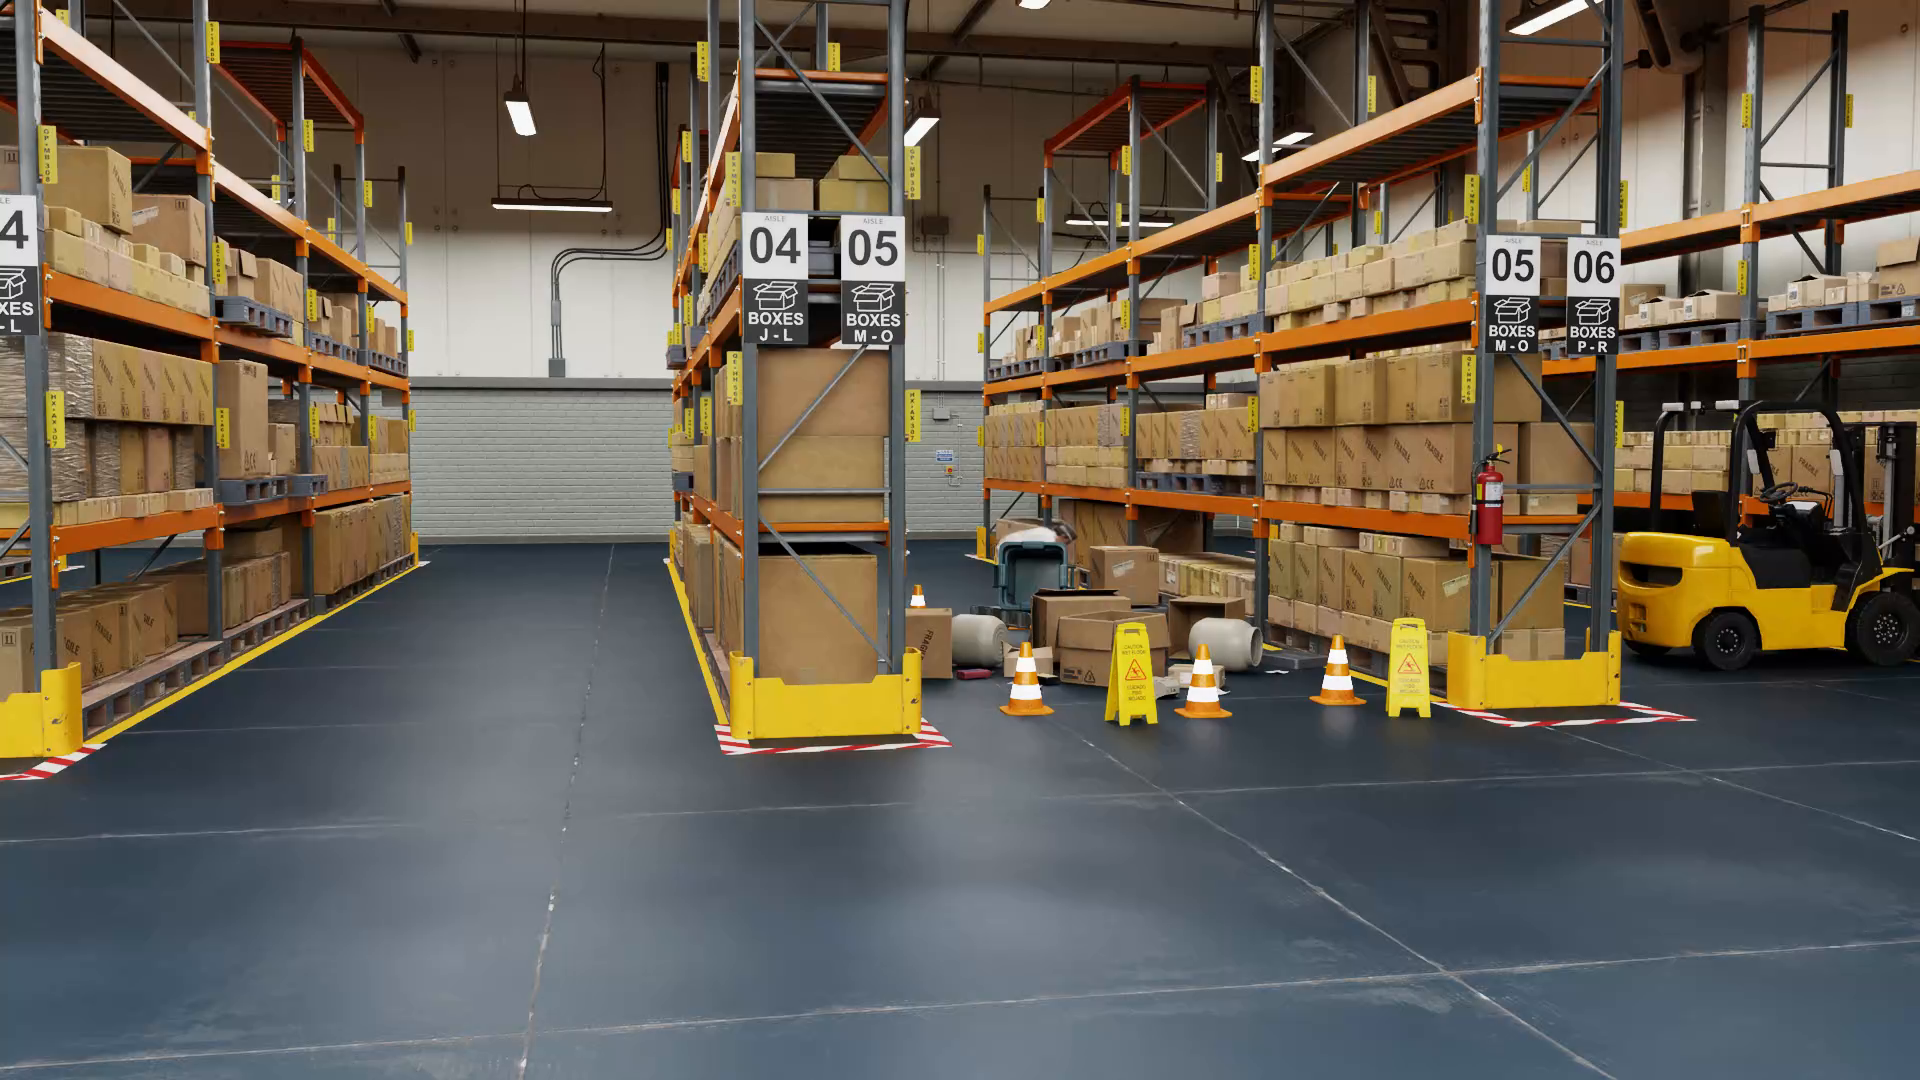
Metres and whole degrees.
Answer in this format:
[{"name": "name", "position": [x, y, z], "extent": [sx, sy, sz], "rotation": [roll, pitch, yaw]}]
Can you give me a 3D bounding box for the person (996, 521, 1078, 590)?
[{"name": "person", "position": [0.850, 0.289, 18.132], "extent": [0.915, 0.983, 0.467], "rotation": [-1, 3, -14]}]
